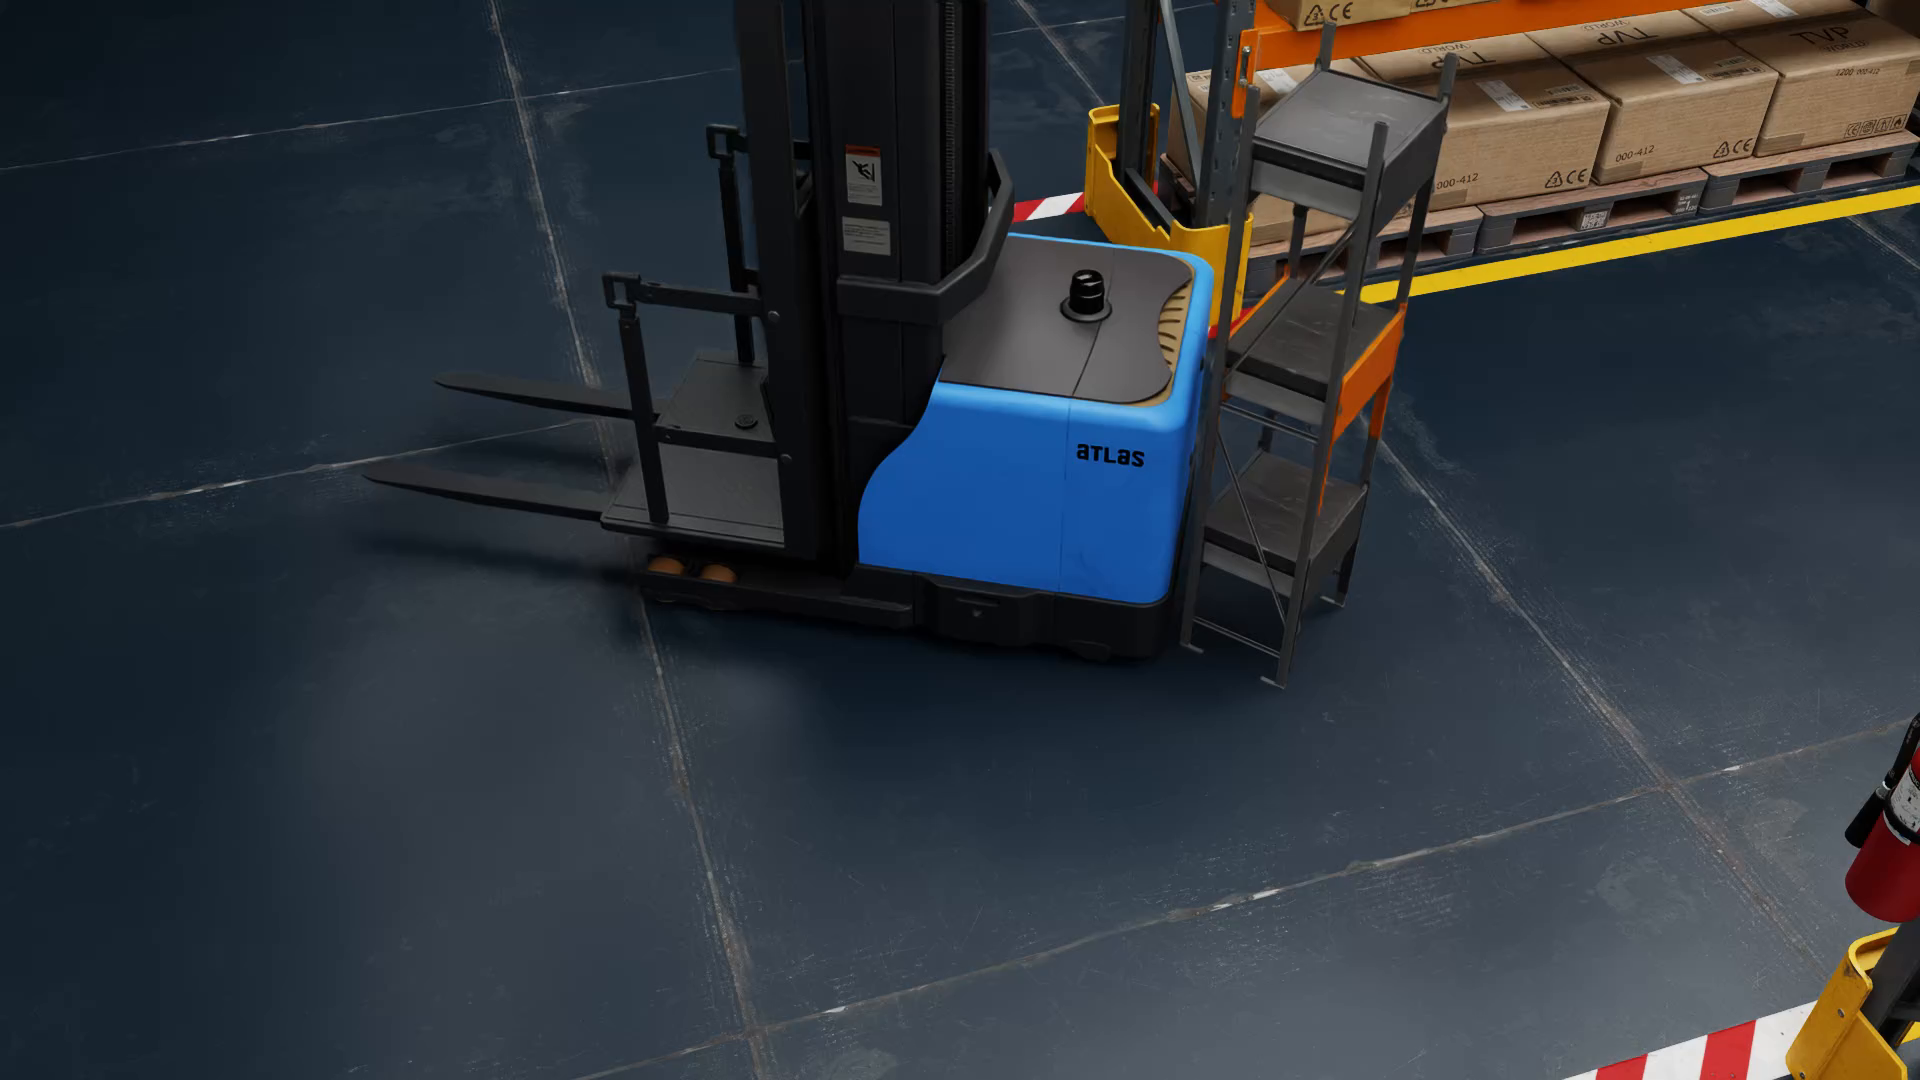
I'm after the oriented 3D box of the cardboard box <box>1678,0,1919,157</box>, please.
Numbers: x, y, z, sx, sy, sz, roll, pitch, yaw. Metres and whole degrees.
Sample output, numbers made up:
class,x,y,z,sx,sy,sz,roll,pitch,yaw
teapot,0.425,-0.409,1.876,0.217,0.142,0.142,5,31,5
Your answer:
class,x,y,z,sx,sy,sz,roll,pitch,yaw
cardboard box,4.132,-2.370,8.312,0.875,0.438,0.875,-12,43,-14

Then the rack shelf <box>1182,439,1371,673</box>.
class,x,y,z,sx,sy,sz,roll,pitch,yaw
rack shelf,1.074,0.051,5.680,0.431,0.518,0.480,24,46,25

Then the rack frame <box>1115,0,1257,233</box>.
class,x,y,z,sx,sy,sz,roll,pitch,yaw
rack frame,0.948,-2.443,6.767,0.127,3.000,1.000,-12,42,-13

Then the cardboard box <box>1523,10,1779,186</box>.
class,x,y,z,sx,sy,sz,roll,pitch,yaw
cardboard box,3.278,-2.193,8.109,0.875,0.438,0.875,-13,43,-14

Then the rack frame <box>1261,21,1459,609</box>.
class,x,y,z,sx,sy,sz,roll,pitch,yaw
rack frame,1.210,-0.620,5.364,0.400,2.100,0.015,24,46,25

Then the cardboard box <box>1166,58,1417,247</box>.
class,x,y,z,sx,sy,sz,roll,pitch,yaw
cardboard box,1.547,-1.830,7.693,0.875,0.438,0.875,-13,43,-15

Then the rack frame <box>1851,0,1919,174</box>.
class,x,y,z,sx,sy,sz,roll,pitch,yaw
rack frame,4.763,-3.234,7.672,0.127,3.000,1.000,-12,42,-13

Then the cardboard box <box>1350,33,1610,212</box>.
class,x,y,z,sx,sy,sz,roll,pitch,yaw
cardboard box,2.418,-2.016,7.906,0.875,0.438,0.875,-11,42,-12

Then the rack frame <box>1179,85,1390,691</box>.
class,x,y,z,sx,sy,sz,roll,pitch,yaw
rack frame,0.938,-0.353,5.058,0.400,2.100,0.015,24,46,25

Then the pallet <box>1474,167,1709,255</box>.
class,x,y,z,sx,sy,sz,roll,pitch,yaw
pallet,2.848,-1.839,8.195,1.213,0.211,1.003,-12,42,-13

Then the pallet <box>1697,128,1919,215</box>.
class,x,y,z,sx,sy,sz,roll,pitch,yaw
pallet,4.014,-2.083,8.473,1.213,0.211,1.003,-12,42,-13

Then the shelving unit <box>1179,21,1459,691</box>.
class,x,y,z,sx,sy,sz,roll,pitch,yaw
shelving unit,1.074,-0.486,5.211,0.431,2.100,0.503,24,46,25

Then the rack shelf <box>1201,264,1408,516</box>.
class,x,y,z,sx,sy,sz,roll,pitch,yaw
rack shelf,1.074,-0.476,5.220,0.431,0.518,0.480,24,46,25

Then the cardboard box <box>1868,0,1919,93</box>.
class,x,y,z,sx,sy,sz,roll,pitch,yaw
cardboard box,5.330,-2.765,8.430,0.875,0.875,0.875,-10,42,-12

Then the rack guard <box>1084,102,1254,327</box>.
class,x,y,z,sx,sy,sz,roll,pitch,yaw
rack guard,0.925,-1.497,7.584,0.348,0.500,1.175,-12,42,-13

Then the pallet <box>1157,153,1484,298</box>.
class,x,y,z,sx,sy,sz,roll,pitch,yaw
pallet,1.687,-1.600,7.921,1.213,0.211,1.003,-12,42,-13

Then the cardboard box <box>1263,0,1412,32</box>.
class,x,y,z,sx,sy,sz,roll,pitch,yaw
cardboard box,1.492,-2.396,6.636,0.500,0.500,0.500,-12,43,-13

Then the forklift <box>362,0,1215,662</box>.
class,x,y,z,sx,sy,sz,roll,pitch,yaw
forklift,-0.679,-1.182,5.375,3.031,2.935,1.130,8,42,9

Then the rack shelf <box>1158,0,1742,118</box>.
class,x,y,z,sx,sy,sz,roll,pitch,yaw
rack shelf,2.855,-2.568,7.456,4.000,0.370,1.077,-12,42,-13

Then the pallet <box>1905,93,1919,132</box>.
class,x,y,z,sx,sy,sz,roll,pitch,yaw
pallet,5.476,-2.384,8.818,1.213,0.211,1.003,-12,42,-13

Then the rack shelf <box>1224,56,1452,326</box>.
class,x,y,z,sx,sy,sz,roll,pitch,yaw
rack shelf,1.074,-1.003,4.759,0.431,0.518,0.480,24,46,25

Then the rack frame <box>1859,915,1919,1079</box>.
class,x,y,z,sx,sy,sz,roll,pitch,yaw
rack frame,2.531,0.643,3.234,0.127,3.000,1.000,-12,42,-13

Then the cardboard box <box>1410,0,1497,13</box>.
class,x,y,z,sx,sy,sz,roll,pitch,yaw
cardboard box,1.966,-2.513,6.771,0.500,0.500,0.500,-12,43,-14

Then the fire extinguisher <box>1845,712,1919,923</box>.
class,x,y,z,sx,sy,sz,roll,pitch,yaw
fire extinguisher,2.152,0.573,3.657,0.183,0.674,0.296,-12,42,-13

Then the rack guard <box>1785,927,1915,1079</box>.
class,x,y,z,sx,sy,sz,roll,pitch,yaw
rack guard,2.604,1.569,4.074,0.348,0.500,1.175,-12,42,-13
